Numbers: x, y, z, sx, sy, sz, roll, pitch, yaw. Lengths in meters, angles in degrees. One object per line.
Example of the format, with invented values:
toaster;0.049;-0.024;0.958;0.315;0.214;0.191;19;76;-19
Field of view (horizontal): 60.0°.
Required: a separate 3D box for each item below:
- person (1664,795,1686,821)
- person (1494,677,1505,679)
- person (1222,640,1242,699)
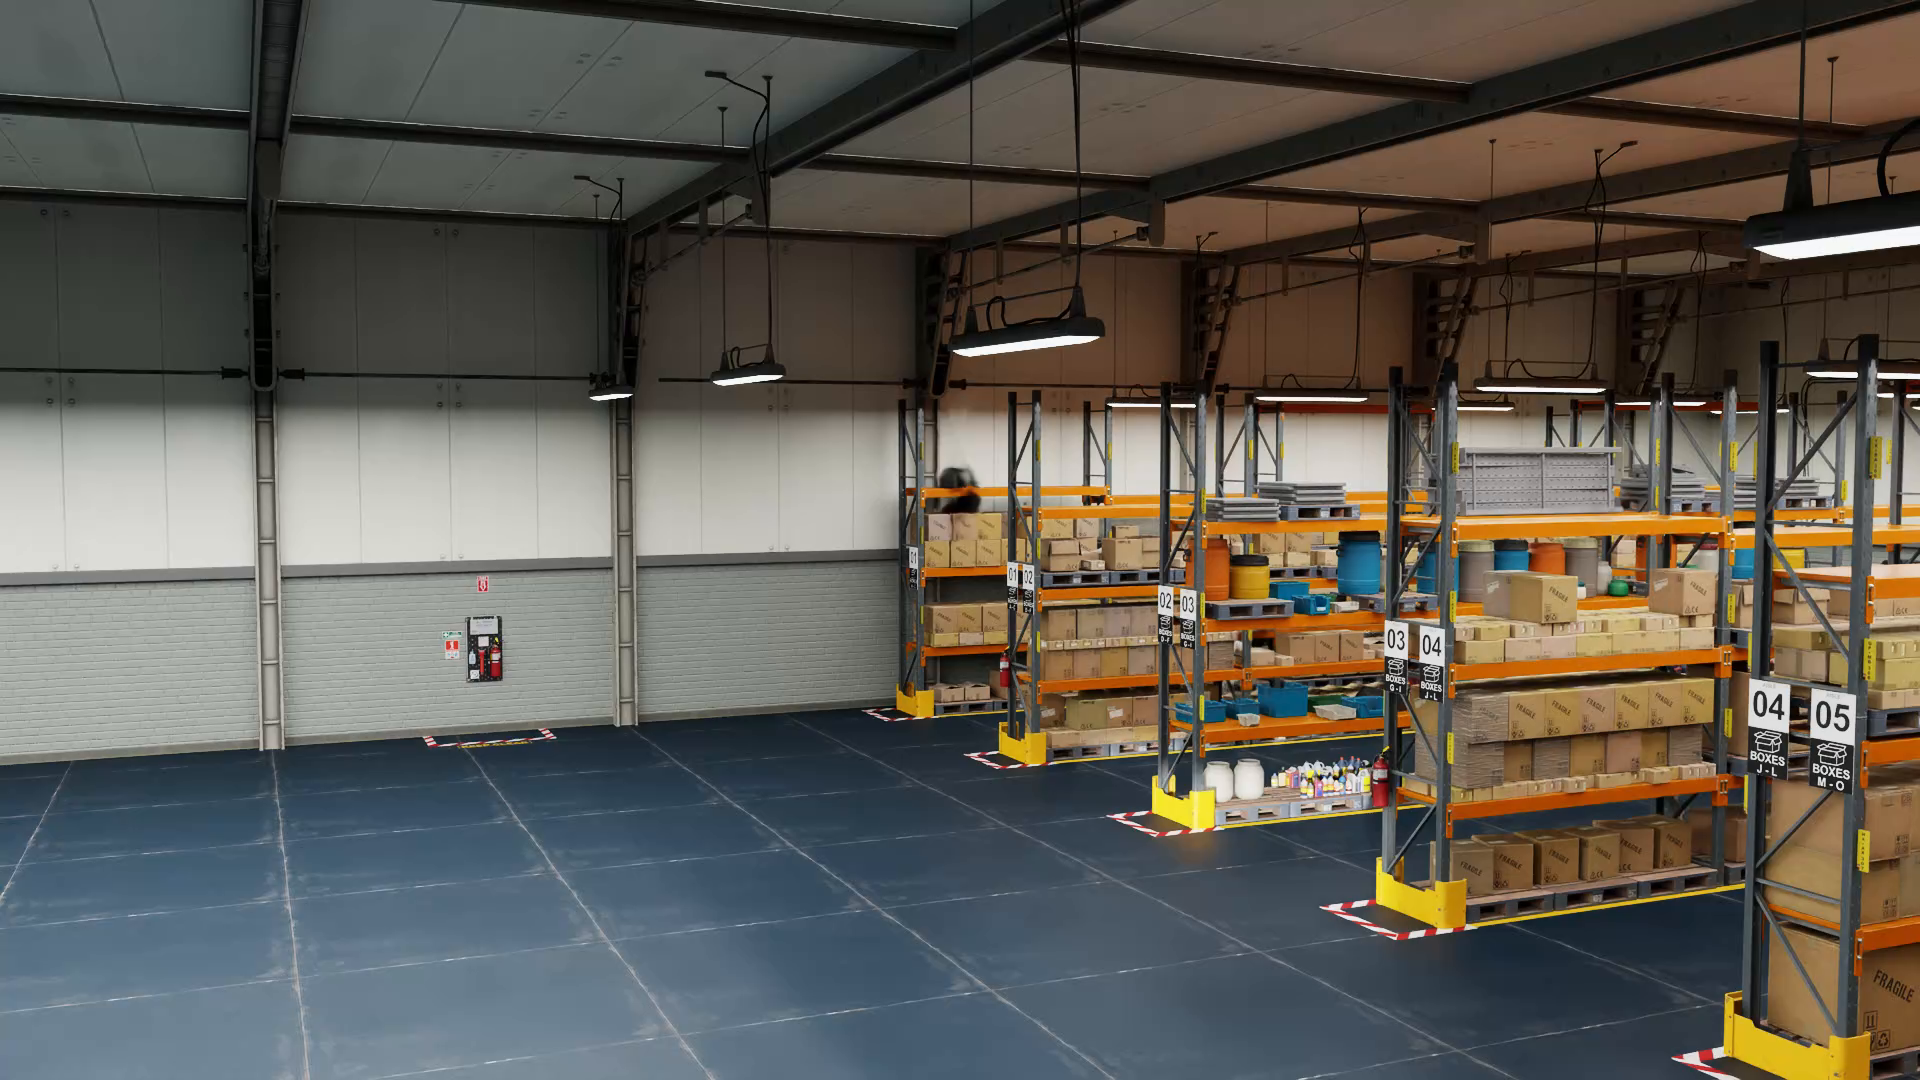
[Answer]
person;9.516;3.062;22.276;0.639;1.570;0.518;-1;4;-21
person;8.672;2.732;26.986;0.650;1.727;0.707;-1;4;-24
person;4.936;2.483;30.754;0.838;1.771;0.660;-2;4;-31
